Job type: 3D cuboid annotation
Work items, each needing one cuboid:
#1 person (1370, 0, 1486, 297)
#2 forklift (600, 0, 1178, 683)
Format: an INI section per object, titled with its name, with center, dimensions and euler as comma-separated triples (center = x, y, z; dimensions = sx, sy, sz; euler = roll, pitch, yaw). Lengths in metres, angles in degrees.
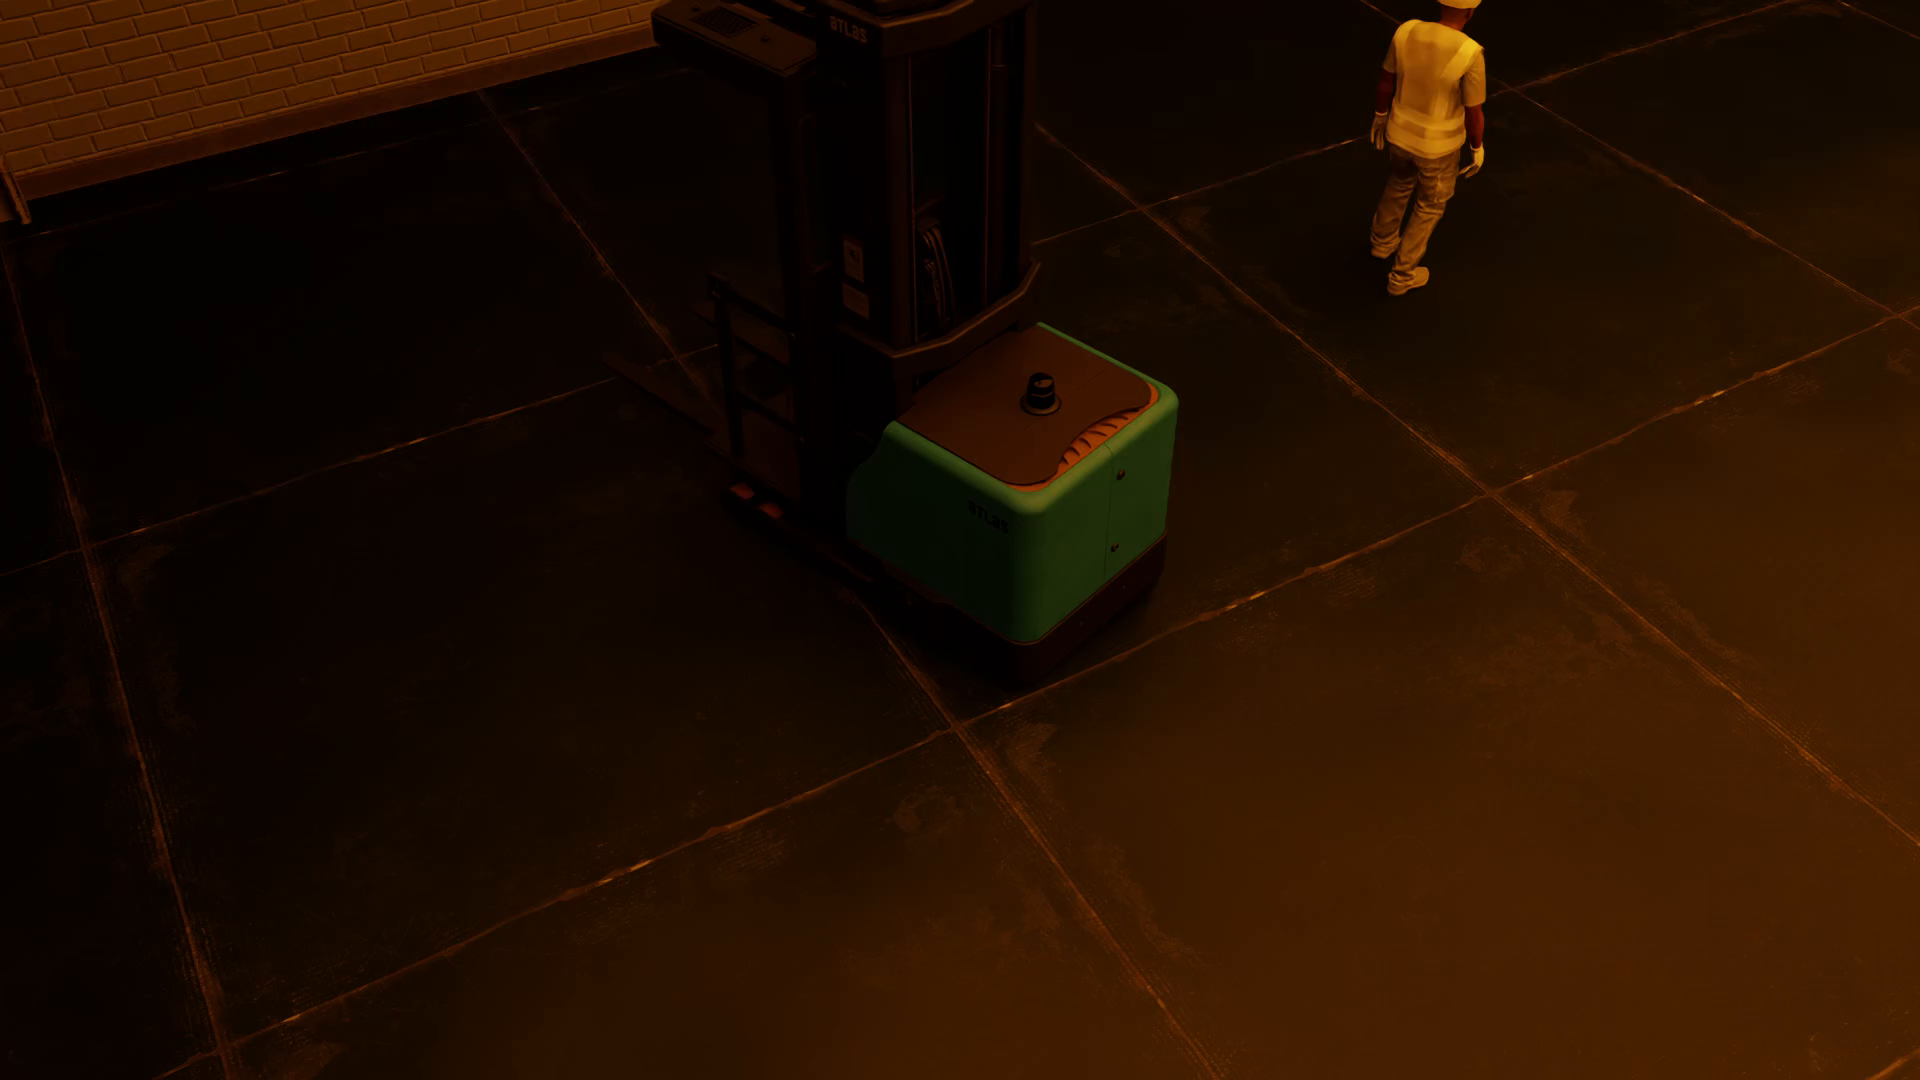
[person]
center = 2.541, -2.178, 8.925
dimensions = 0.509, 1.800, 0.641
euler = -29, 50, -28
[forklift]
center = -0.502, -1.333, 7.135
dimensions = 3.031, 2.935, 1.130
euler = 31, 51, 29
